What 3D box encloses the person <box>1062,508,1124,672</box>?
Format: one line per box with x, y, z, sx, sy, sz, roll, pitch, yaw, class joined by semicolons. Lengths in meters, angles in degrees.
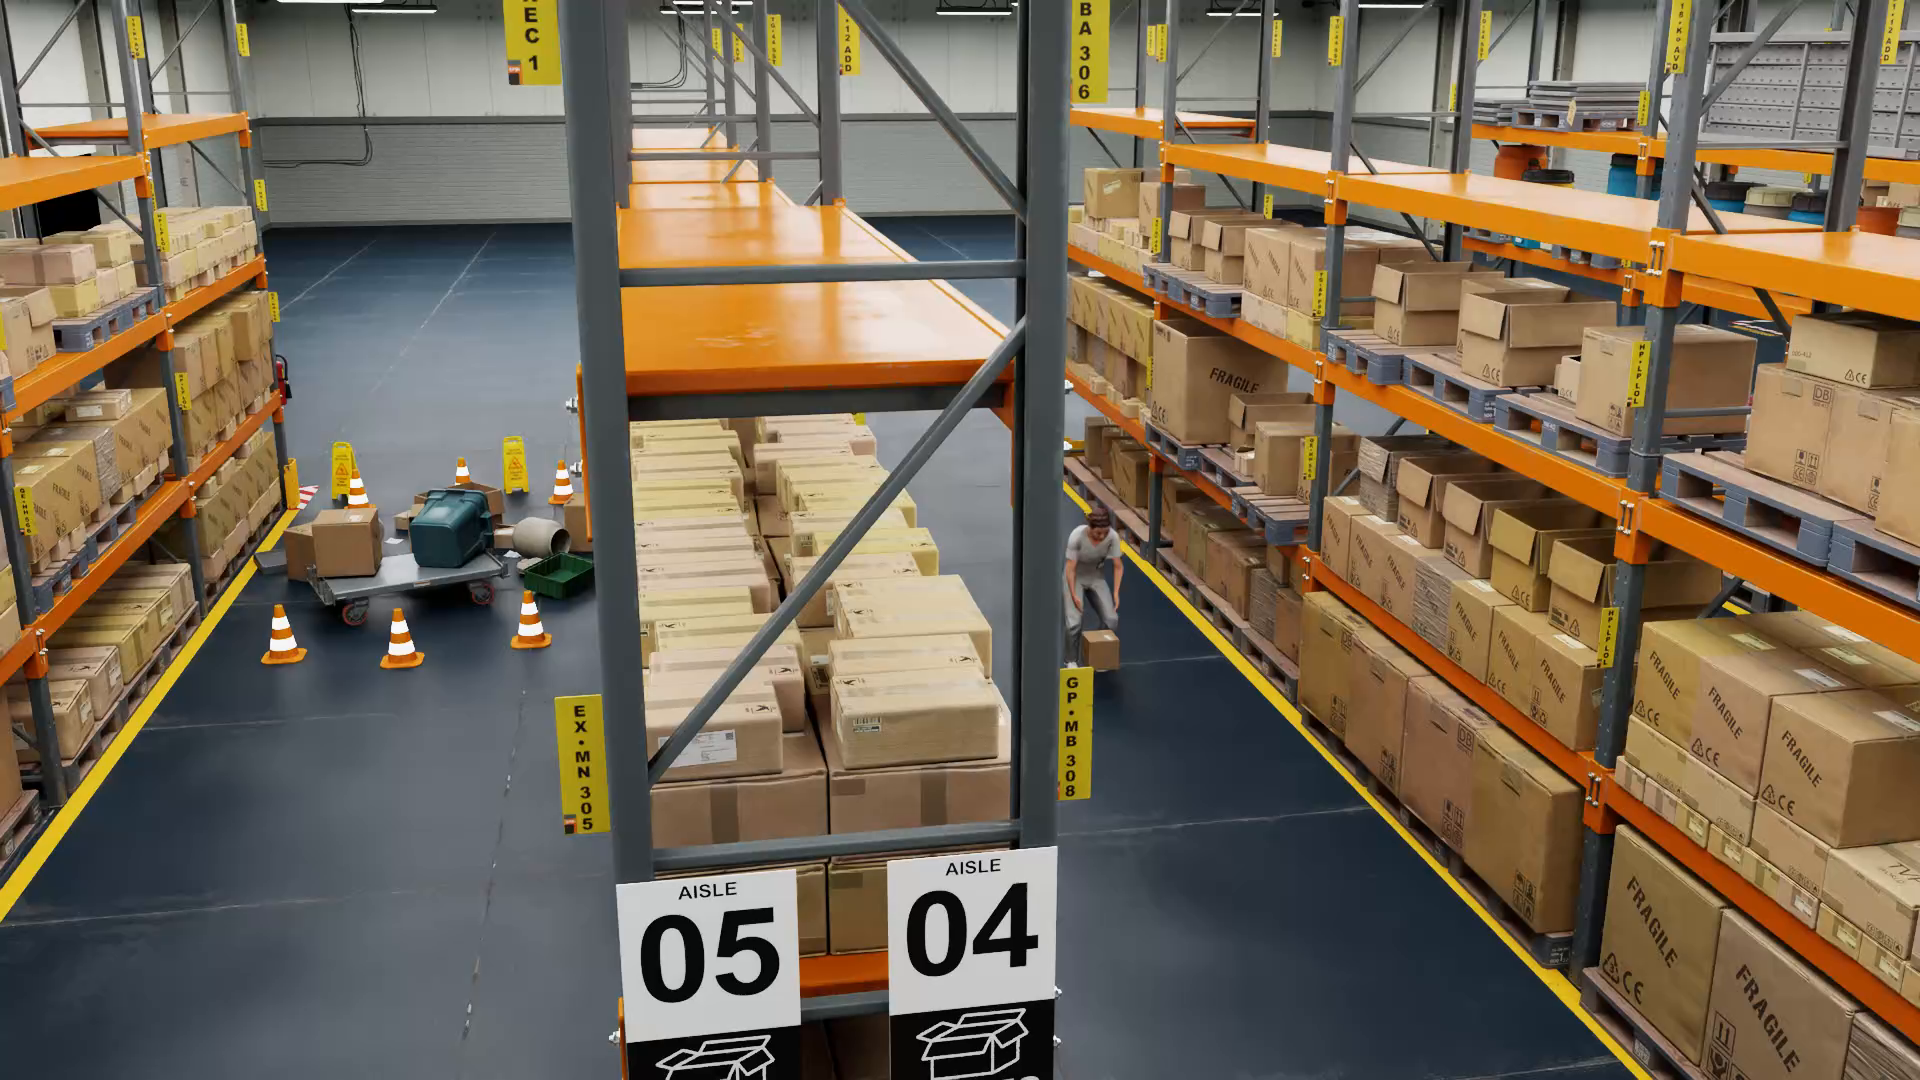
1.082;0.390;13.638;0.489;1.444;0.595;-3;17;-10;person
